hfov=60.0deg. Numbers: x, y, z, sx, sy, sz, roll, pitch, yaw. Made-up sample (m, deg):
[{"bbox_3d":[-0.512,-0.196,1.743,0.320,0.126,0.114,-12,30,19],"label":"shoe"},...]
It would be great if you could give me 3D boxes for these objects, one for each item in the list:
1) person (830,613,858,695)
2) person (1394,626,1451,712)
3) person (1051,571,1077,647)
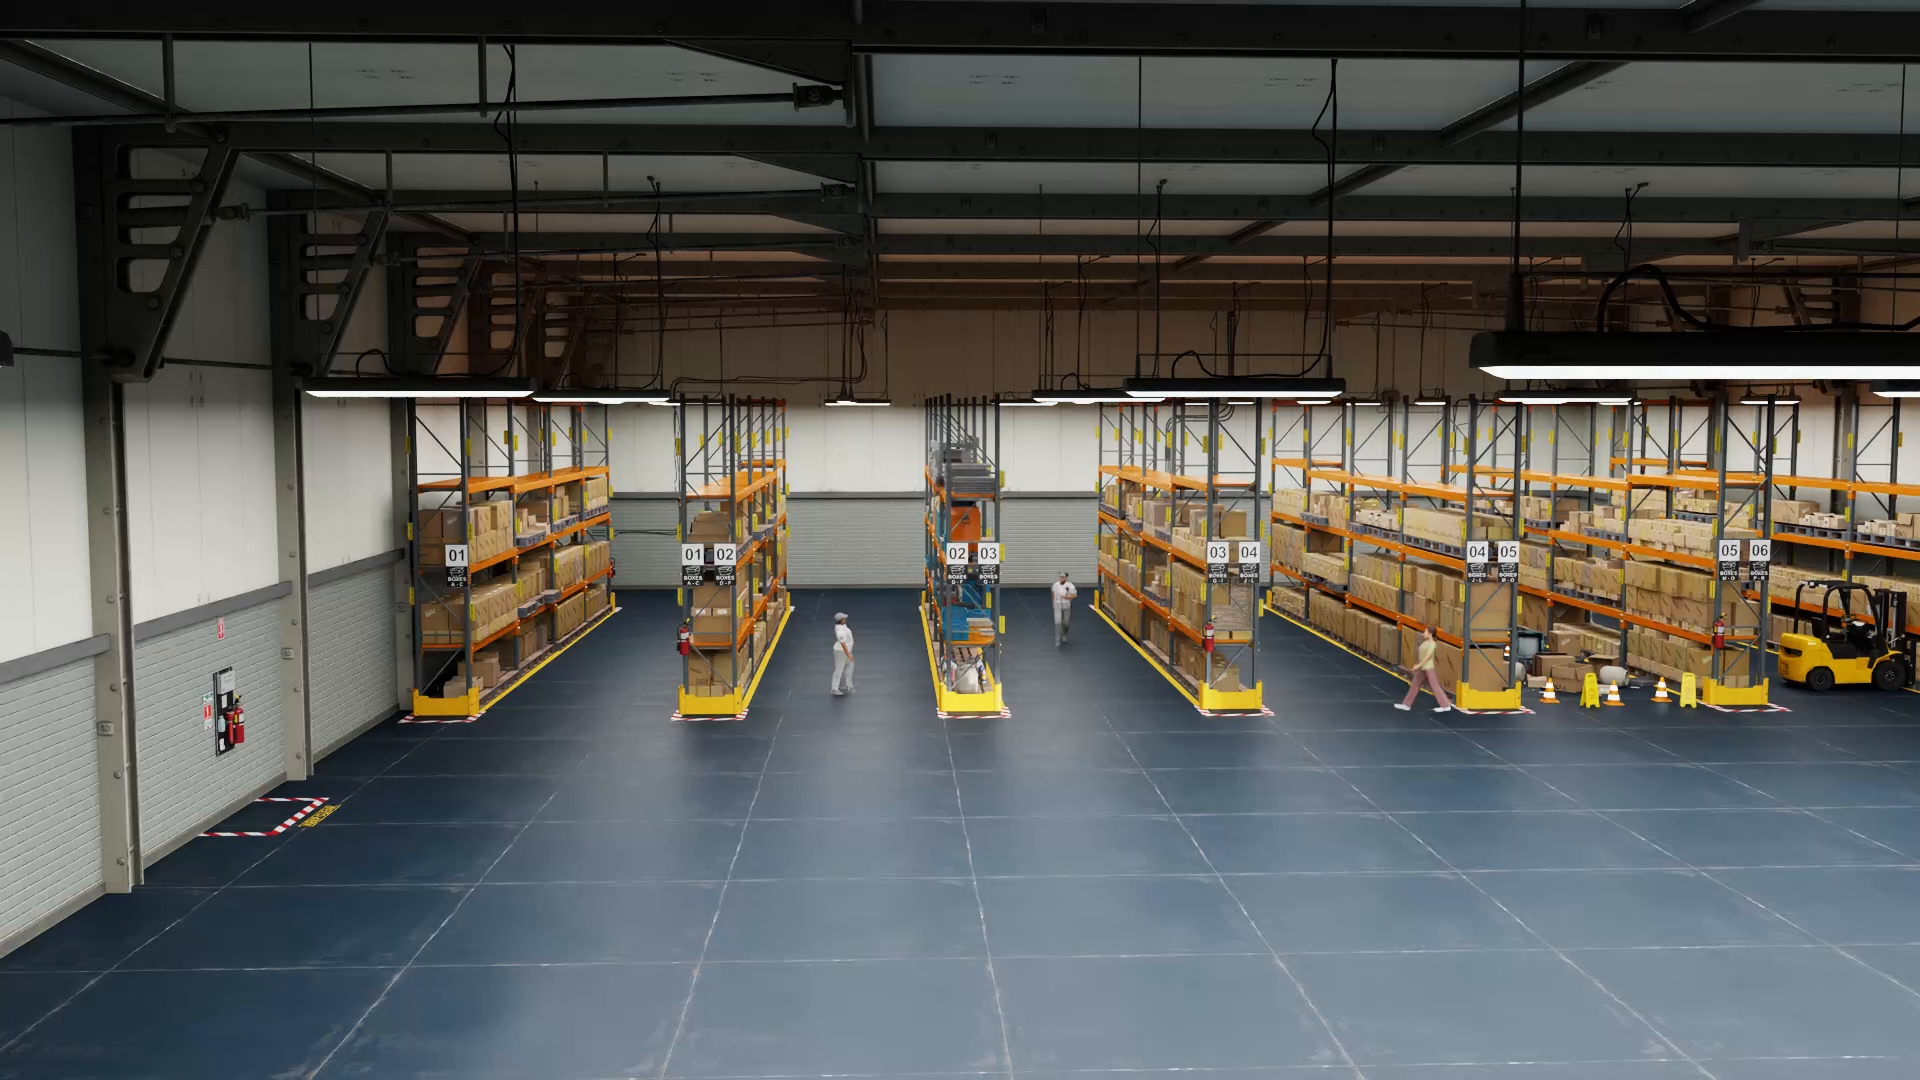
[{"bbox_3d":[-2.331,2.285,33.395,0.480,1.694,0.647,1,5,8],"label":"person"},{"bbox_3d":[8.724,2.431,31.306,1.019,1.607,0.585,1,5,10],"label":"person"},{"bbox_3d":[2.532,1.662,40.356,0.617,1.833,0.825,0,5,2],"label":"person"}]
